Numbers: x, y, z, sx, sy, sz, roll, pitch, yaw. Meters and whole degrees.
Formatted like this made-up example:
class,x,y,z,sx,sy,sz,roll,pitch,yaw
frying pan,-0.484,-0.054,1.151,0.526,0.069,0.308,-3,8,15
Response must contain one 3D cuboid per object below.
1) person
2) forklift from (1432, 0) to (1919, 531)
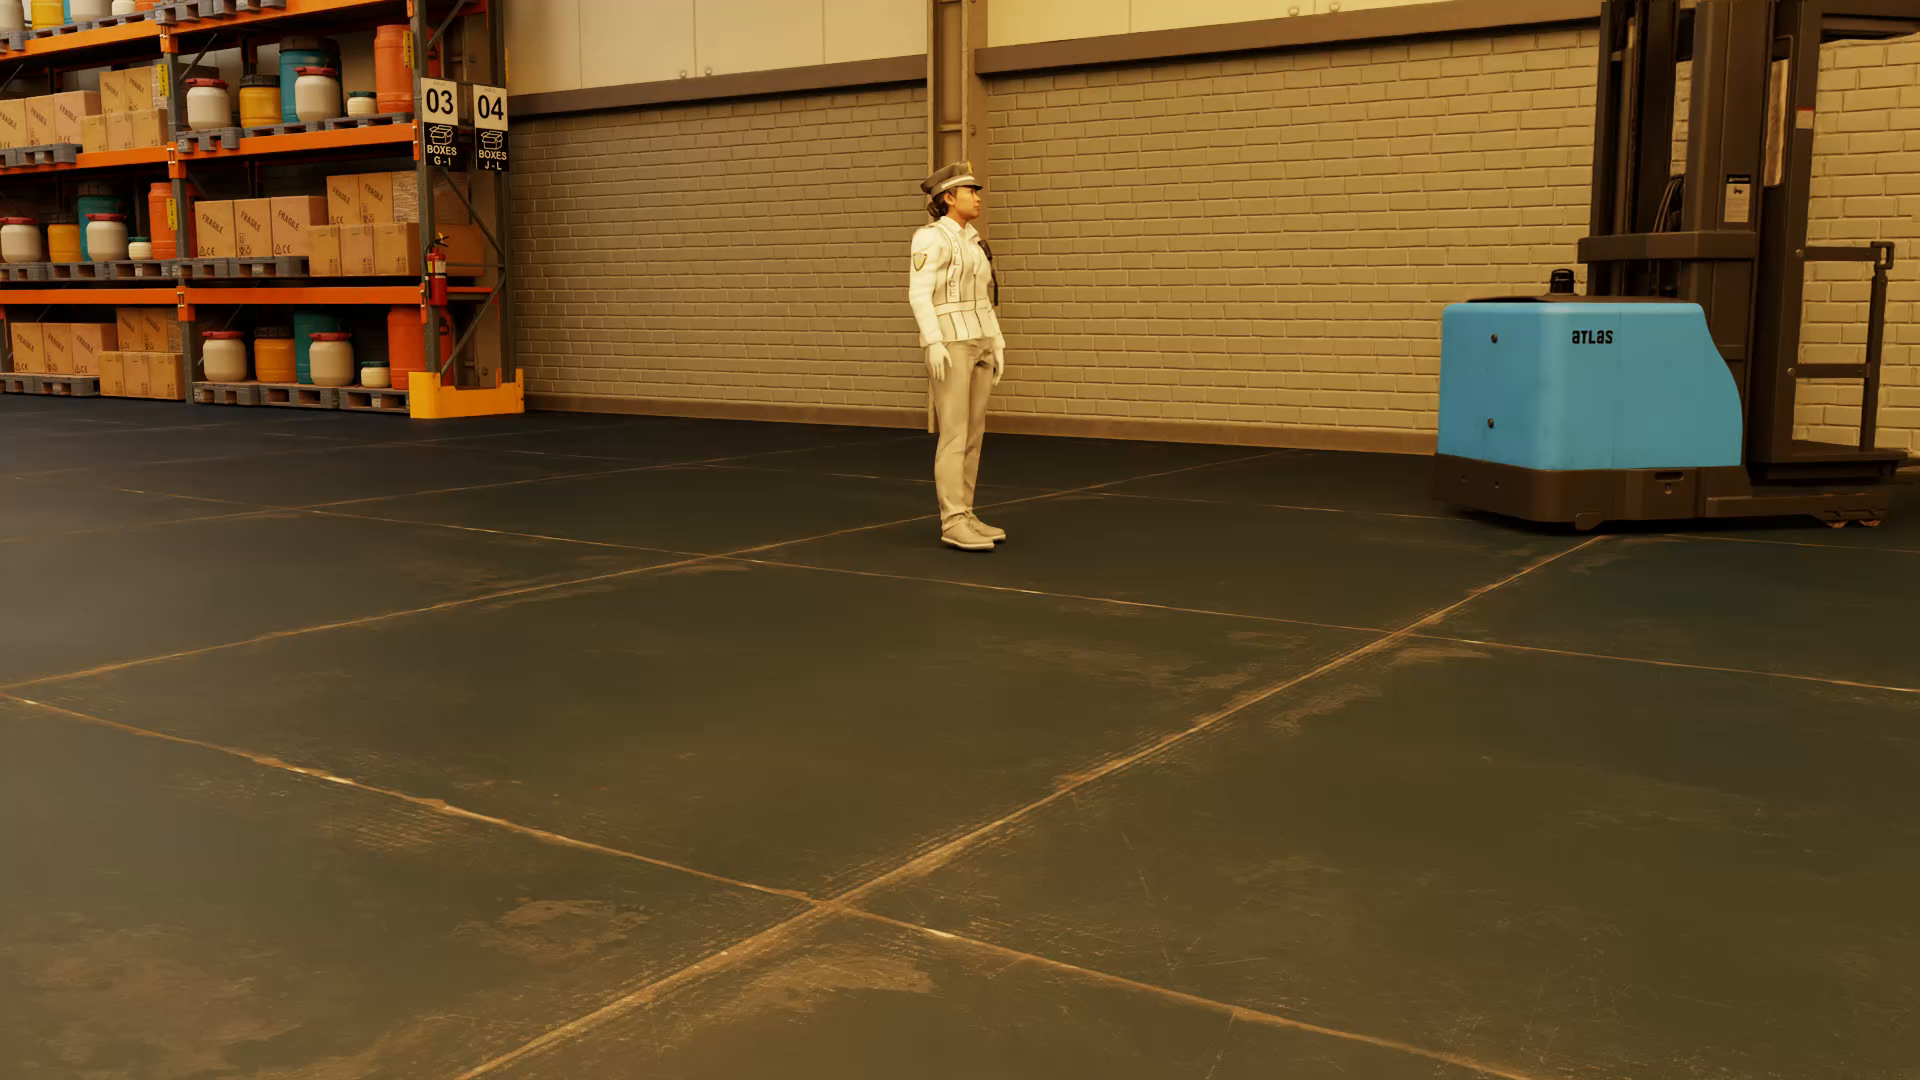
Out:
class,x,y,z,sx,sy,sz,roll,pitch,yaw
person,0.052,-0.840,7.441,0.534,1.696,0.587,5,10,34
forklift,4.009,-1.579,8.300,3.031,2.935,1.130,-2,8,-14
